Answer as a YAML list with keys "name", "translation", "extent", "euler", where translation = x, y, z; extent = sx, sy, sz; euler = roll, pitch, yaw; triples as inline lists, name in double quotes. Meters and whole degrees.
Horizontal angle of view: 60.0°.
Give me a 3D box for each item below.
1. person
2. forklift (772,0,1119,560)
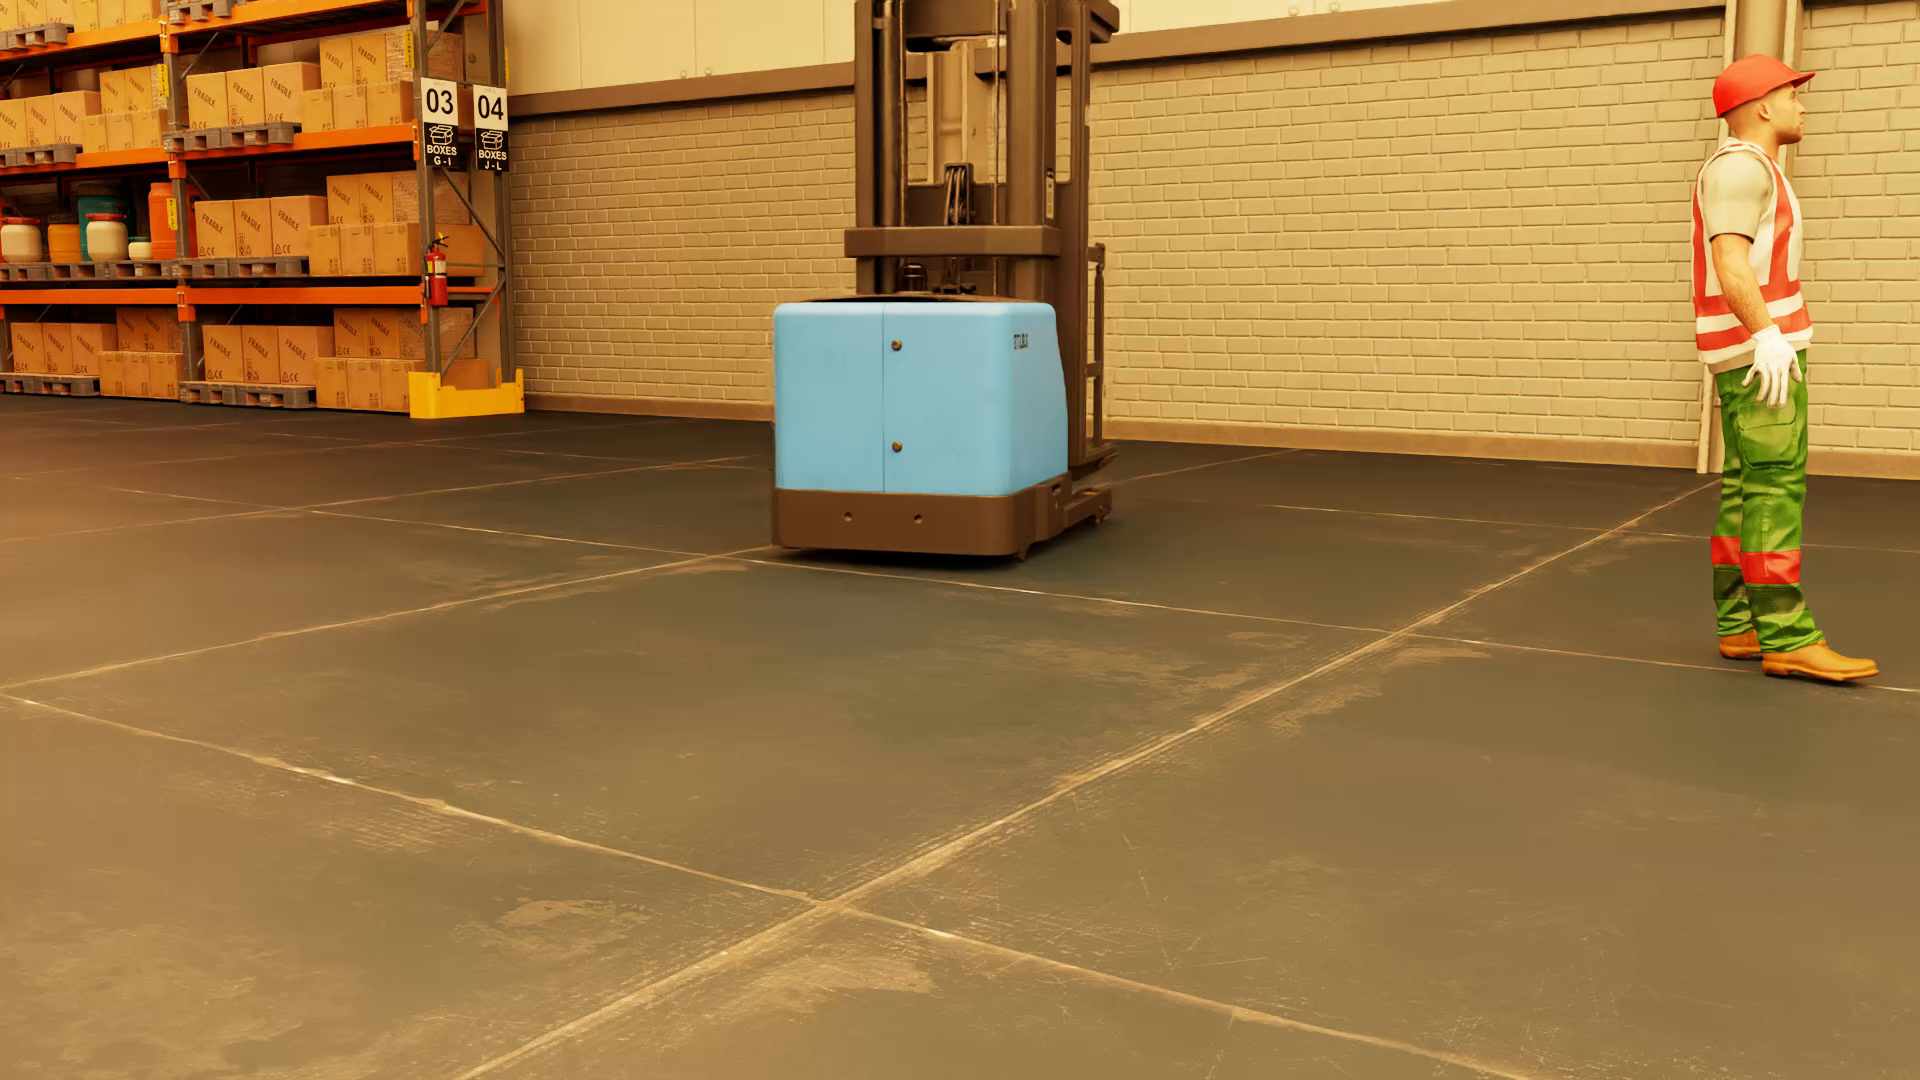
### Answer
- name: "person"
  translation: [2.439, -0.528, 4.906]
  extent: [0.564, 1.787, 0.637]
  euler: [4, 9, 25]
- name: "forklift"
  translation: [0.134, -1.537, 8.005]
  extent: [1.130, 2.935, 3.031]
  euler: [2, 8, 17]
